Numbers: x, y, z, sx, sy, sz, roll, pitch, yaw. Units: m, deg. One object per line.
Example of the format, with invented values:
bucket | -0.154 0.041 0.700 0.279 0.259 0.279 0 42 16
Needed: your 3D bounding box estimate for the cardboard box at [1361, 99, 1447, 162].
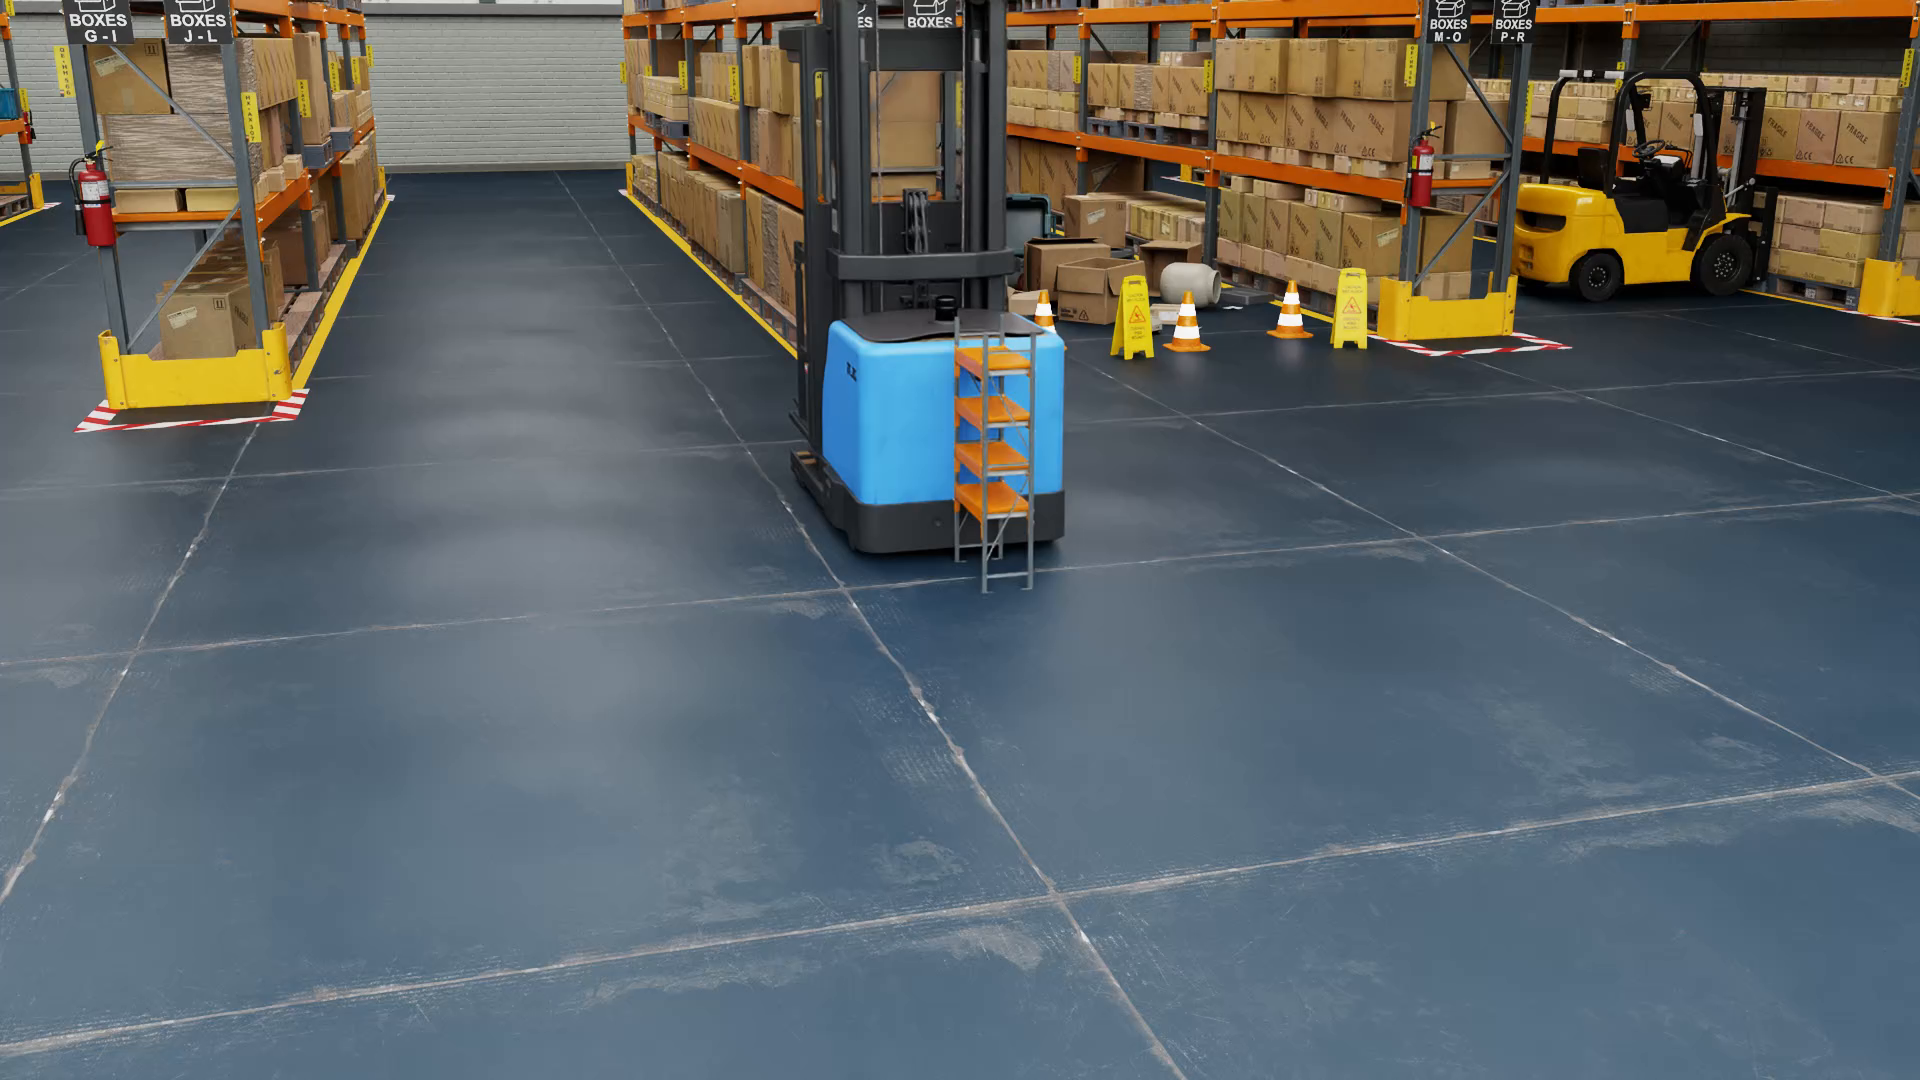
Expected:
cardboard box | 3.789 -3.506 14.218 0.500 0.500 0.500 -5 17 -16

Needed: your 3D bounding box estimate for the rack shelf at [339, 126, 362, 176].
rack shelf | -8.073 -4.825 20.552 1.077 0.370 4.000 -5 17 -15

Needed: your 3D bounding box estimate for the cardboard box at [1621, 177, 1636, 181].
cardboard box | 7.707 -3.892 18.505 0.500 0.250 0.500 -5 17 -16

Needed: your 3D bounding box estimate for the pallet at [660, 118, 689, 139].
pallet | -3.025 -5.078 20.475 1.213 0.211 1.003 -5 17 -15

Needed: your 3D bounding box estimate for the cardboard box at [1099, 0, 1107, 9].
cardboard box | 1.928 -6.616 20.485 0.380 0.149 0.250 -5 17 -15

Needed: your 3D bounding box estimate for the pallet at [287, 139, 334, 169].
pallet | -6.494 -3.641 15.693 1.003 0.211 1.213 -5 17 -15

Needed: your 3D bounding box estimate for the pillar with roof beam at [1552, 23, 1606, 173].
pillar with roof beam | 3.862 -8.037 19.566 9.100 9.000 0.400 -5 17 -15

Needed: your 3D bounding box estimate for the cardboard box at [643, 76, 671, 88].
cardboard box | -4.160 -6.308 22.909 0.380 0.149 0.250 -4 17 -12

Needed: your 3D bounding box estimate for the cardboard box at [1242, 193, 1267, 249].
cardboard box | 3.165 -3.205 16.655 0.500 0.500 0.500 -4 17 -13

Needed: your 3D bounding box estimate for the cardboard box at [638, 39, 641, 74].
cardboard box | -4.489 -7.150 24.613 0.500 0.500 0.500 -4 17 -14

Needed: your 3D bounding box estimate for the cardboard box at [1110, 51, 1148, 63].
cardboard box | 2.105 -6.083 21.575 0.500 0.500 0.500 -5 18 -17

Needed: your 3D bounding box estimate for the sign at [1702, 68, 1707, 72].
sign | 8.409 -5.184 18.853 0.100 0.325 0.005 -5 17 -15

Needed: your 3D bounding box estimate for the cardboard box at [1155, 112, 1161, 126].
cardboard box | 2.431 -4.778 18.852 0.380 0.149 0.250 -5 17 -15

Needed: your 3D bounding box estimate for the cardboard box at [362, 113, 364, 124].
cardboard box | -8.603 -5.929 23.412 0.380 0.149 0.250 -5 17 -17

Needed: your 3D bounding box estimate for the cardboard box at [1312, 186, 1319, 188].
cardboard box | 5.750 -5.606 25.515 0.500 0.500 0.500 -5 17 -16

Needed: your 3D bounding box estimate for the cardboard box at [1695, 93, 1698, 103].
cardboard box | 7.949 -4.648 17.412 0.380 0.149 0.250 -5 17 -16

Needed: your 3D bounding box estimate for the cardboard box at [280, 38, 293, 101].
cardboard box | -5.897 -3.938 13.920 0.500 0.500 0.500 -5 17 -15

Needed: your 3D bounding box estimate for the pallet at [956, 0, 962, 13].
pallet | 0.359 -8.465 26.357 1.003 0.211 1.213 -5 17 -15

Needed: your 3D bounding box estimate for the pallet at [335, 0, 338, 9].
pallet | -8.323 -6.818 21.055 0.805 0.209 1.217 -5 18 -17

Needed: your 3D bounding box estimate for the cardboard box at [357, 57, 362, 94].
cardboard box | -8.784 -6.586 23.603 0.500 0.500 0.500 -5 18 -17

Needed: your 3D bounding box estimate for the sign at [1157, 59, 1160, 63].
sign | 2.524 -5.962 21.211 0.100 0.325 0.005 -5 17 -15

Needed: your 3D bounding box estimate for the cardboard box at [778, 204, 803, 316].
cardboard box | -1.022 -2.377 14.114 0.875 0.875 0.875 -5 17 -16

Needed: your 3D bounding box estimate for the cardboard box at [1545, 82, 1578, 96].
cardboard box | 7.252 -5.404 19.927 0.380 0.149 0.250 -5 17 -17

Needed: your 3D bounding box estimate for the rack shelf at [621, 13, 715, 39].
rack shelf | -4.376 -7.732 25.016 1.077 0.370 4.000 -5 17 -15

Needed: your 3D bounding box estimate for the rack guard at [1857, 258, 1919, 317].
rack guard | 8.982 -2.377 15.496 1.175 0.500 0.348 -5 17 -15

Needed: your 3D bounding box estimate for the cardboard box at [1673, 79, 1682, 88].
cardboard box | 7.916 -4.941 17.870 0.380 0.149 0.250 -5 17 -16

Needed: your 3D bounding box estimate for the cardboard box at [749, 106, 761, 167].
cardboard box | -1.514 -3.845 15.778 0.875 0.550 0.550 -5 17 -15

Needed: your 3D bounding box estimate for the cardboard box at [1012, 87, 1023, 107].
cardboard box | 1.039 -6.246 23.424 0.500 0.250 0.500 -4 17 -15

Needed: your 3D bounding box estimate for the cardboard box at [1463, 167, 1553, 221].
cardboard box | 7.122 -4.504 21.629 0.875 0.625 0.625 -4 17 -13

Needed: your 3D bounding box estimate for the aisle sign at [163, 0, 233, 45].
aisle sign | -5.019 -3.655 10.888 0.394 0.787 0.004 -5 17 -15

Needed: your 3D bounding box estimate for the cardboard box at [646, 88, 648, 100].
cardboard box | -4.087 -6.094 22.714 0.380 0.149 0.250 -5 17 -16

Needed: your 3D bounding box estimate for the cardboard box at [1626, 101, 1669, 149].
cardboard box | 7.747 -4.592 18.350 0.500 0.500 0.500 -5 17 -17

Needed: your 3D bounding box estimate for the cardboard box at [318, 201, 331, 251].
cardboard box | -7.320 -3.446 18.291 0.700 0.500 0.500 -6 18 -18

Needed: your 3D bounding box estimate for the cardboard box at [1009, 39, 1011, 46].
cardboard box | 0.547 -7.485 25.118 0.380 0.149 0.250 -4 17 -14

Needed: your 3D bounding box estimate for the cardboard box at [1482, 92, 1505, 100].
cardboard box | 6.927 -5.534 21.054 0.500 0.250 0.500 -5 17 -17

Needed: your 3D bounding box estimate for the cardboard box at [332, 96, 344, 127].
cardboard box | -7.539 -4.963 19.586 0.500 0.500 0.500 -5 17 -17

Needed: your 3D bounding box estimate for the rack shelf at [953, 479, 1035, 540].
rack shelf | 0.155 -0.148 7.784 0.258 0.148 0.480 -4 17 -14

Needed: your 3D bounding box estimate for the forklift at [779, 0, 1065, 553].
forklift | -0.355 -1.723 9.093 1.130 2.935 3.031 -4 17 -14

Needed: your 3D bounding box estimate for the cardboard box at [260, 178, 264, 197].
cardboard box | -5.367 -2.590 12.295 0.380 0.149 0.250 -5 17 -15

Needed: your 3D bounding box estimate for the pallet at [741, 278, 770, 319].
pallet | -1.494 -2.322 15.816 1.003 0.211 1.213 -5 17 -15

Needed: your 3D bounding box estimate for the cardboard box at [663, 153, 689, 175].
cardboard box | -3.728 -5.078 22.454 0.500 0.250 0.500 -4 17 -14

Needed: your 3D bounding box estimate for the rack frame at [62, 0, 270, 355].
rack frame | -5.325 -2.404 11.240 1.000 3.000 0.127 -5 17 -15

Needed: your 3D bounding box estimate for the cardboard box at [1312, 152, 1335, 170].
cardboard box | 3.476 -3.502 15.332 0.380 0.149 0.250 -5 17 -16

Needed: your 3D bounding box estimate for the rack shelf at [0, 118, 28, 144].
rack shelf | -13.935 -5.540 22.932 1.077 0.370 4.000 -5 17 -15

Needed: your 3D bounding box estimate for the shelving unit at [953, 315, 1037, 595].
shelving unit | 0.155 -0.403 7.708 0.258 1.200 0.503 -4 17 -14

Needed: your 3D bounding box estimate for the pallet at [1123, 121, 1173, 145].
pallet | 2.588 -4.764 19.431 1.003 0.211 1.213 -5 17 -15

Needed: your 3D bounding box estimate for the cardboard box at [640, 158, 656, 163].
cardboard box | -4.823 -5.934 26.184 0.380 0.149 0.250 -6 18 -18

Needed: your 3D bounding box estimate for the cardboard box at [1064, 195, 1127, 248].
cardboard box | 1.401 -3.310 17.286 0.500 0.500 0.500 -5 17 -15

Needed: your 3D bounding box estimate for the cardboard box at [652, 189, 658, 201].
cardboard box | -4.261 -5.004 24.124 0.380 0.149 0.250 -4 17 -15

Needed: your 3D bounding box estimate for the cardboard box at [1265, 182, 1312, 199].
cardboard box | 3.203 -3.408 16.200 0.380 0.149 0.250 -4 17 -12

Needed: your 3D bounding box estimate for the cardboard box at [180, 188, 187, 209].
cardboard box | -5.670 -2.415 11.715 0.380 0.149 0.250 -5 17 -15

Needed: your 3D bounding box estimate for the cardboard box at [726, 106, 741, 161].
cardboard box | -2.028 -4.045 16.532 0.500 0.500 0.500 -5 17 -16

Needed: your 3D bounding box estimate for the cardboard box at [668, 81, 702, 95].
cardboard box | -3.302 -5.446 20.040 0.380 0.149 0.250 -5 18 -17

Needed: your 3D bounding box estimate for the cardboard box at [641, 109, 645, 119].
cardboard box | -4.628 -6.454 25.161 0.380 0.149 0.250 -4 17 -14

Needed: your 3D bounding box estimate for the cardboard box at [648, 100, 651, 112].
cardboard box | -4.013 -5.877 22.510 0.380 0.149 0.250 -5 17 -15
